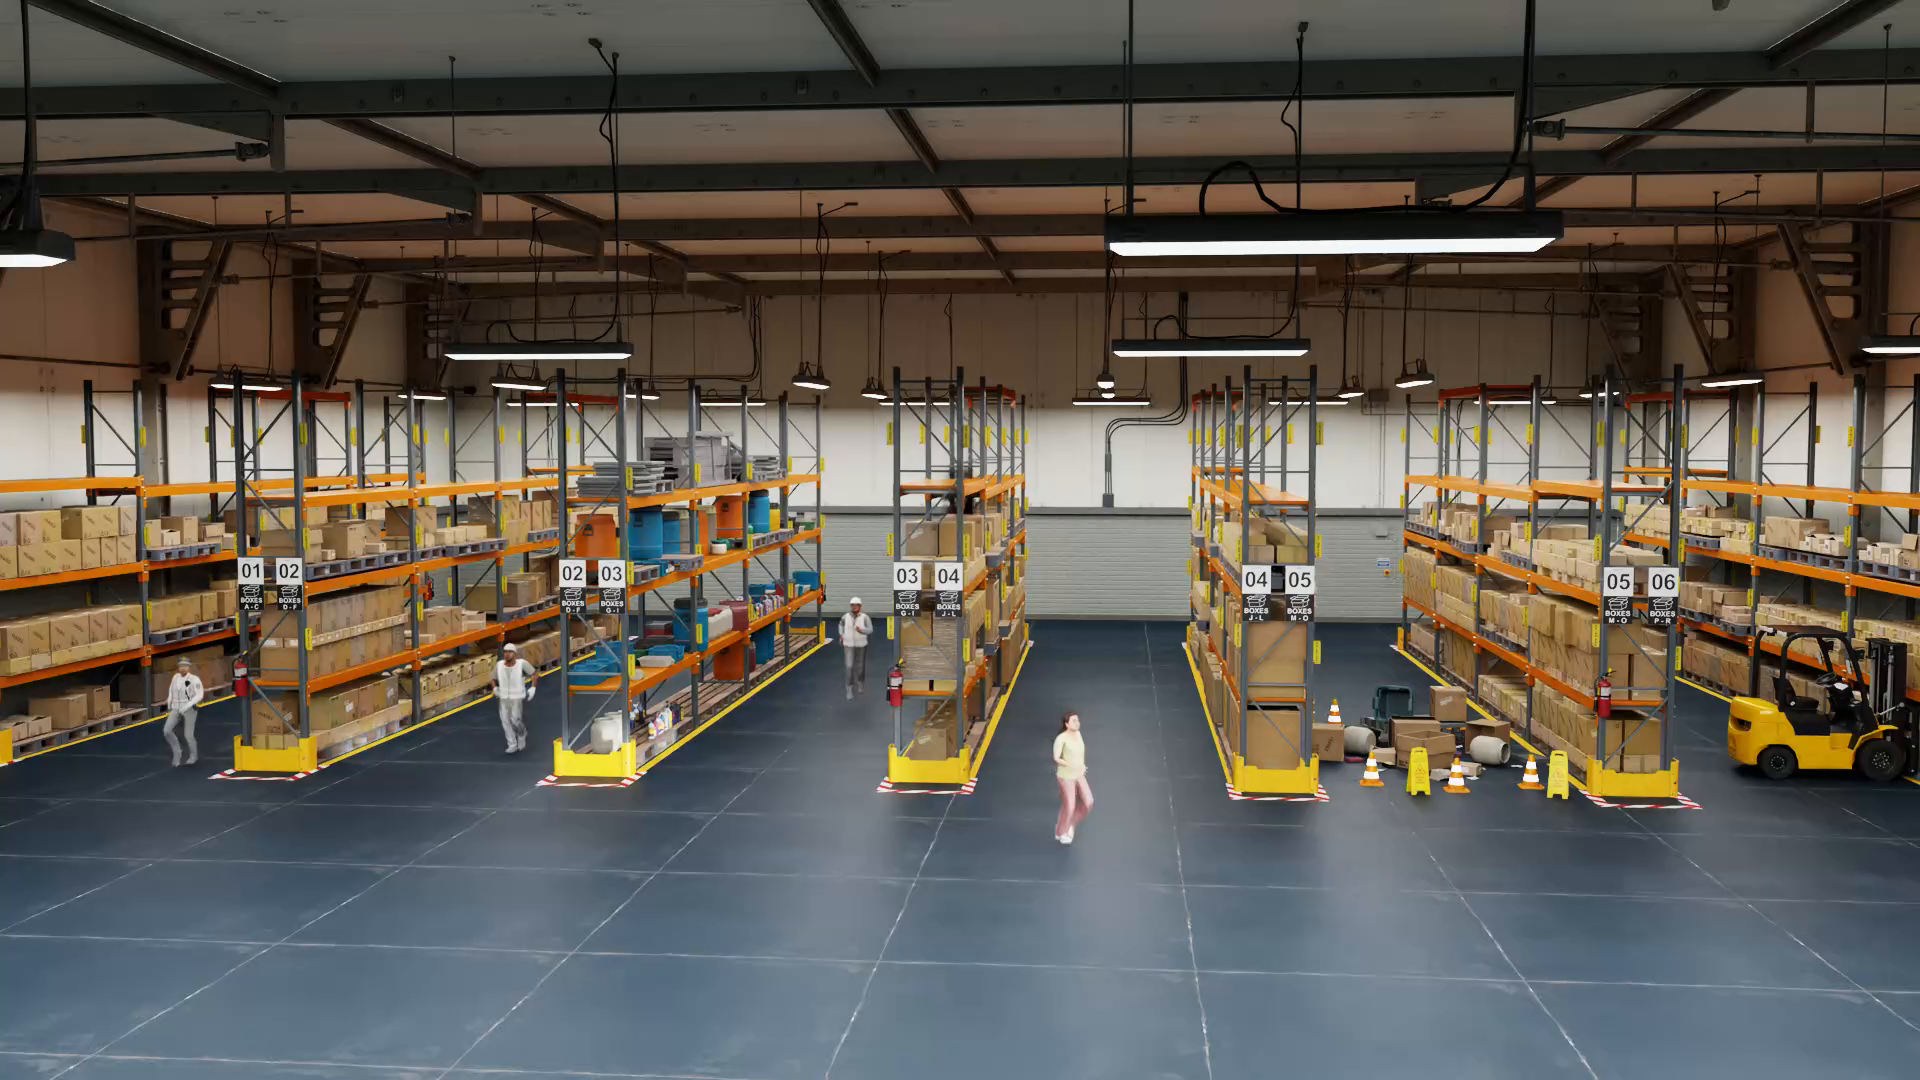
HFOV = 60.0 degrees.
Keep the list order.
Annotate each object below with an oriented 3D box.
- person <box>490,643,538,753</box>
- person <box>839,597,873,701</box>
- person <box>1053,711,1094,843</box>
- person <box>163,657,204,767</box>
[{"bbox_3d":[-7.062,2.497,26.189,0.702,1.738,0.597,0,4,1],"label":"person"},{"bbox_3d":[-1.891,1.940,30.079,0.641,1.822,0.812,0,4,0],"label":"person"},{"bbox_3d":[1.395,2.911,20.408,0.604,1.633,0.562,-3,5,-41],"label":"person"},{"bbox_3d":[-11.801,2.600,25.247,0.620,1.676,0.611,0,4,5],"label":"person"}]
